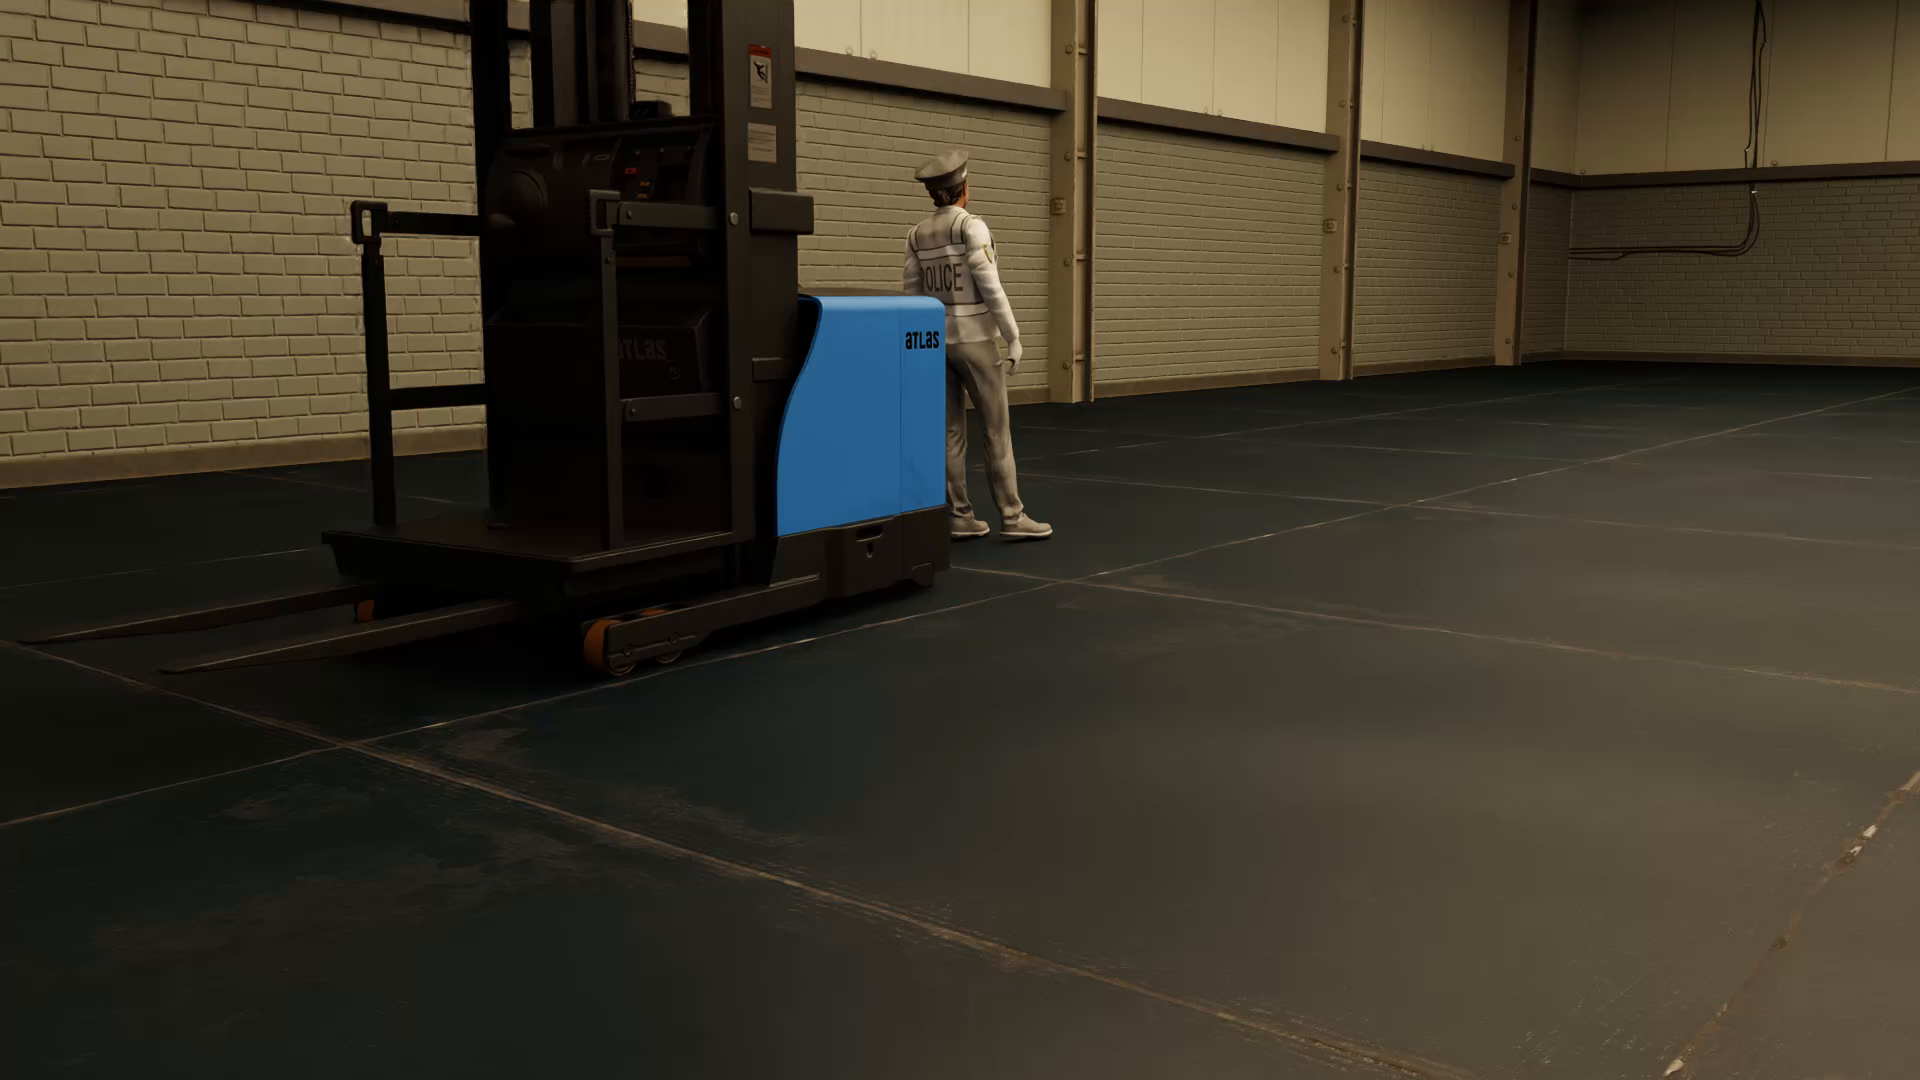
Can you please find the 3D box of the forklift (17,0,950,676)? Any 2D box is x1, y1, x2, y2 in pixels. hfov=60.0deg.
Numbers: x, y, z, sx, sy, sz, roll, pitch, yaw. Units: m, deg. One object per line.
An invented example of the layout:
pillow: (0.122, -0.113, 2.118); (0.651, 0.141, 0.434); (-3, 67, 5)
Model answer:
forklift: (-1.260, -1.138, 5.057); (1.130, 2.935, 3.031); (5, 10, 32)

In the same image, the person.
person: (0.047, -0.853, 7.329); (0.588, 1.696, 0.533); (7, 11, 38)
